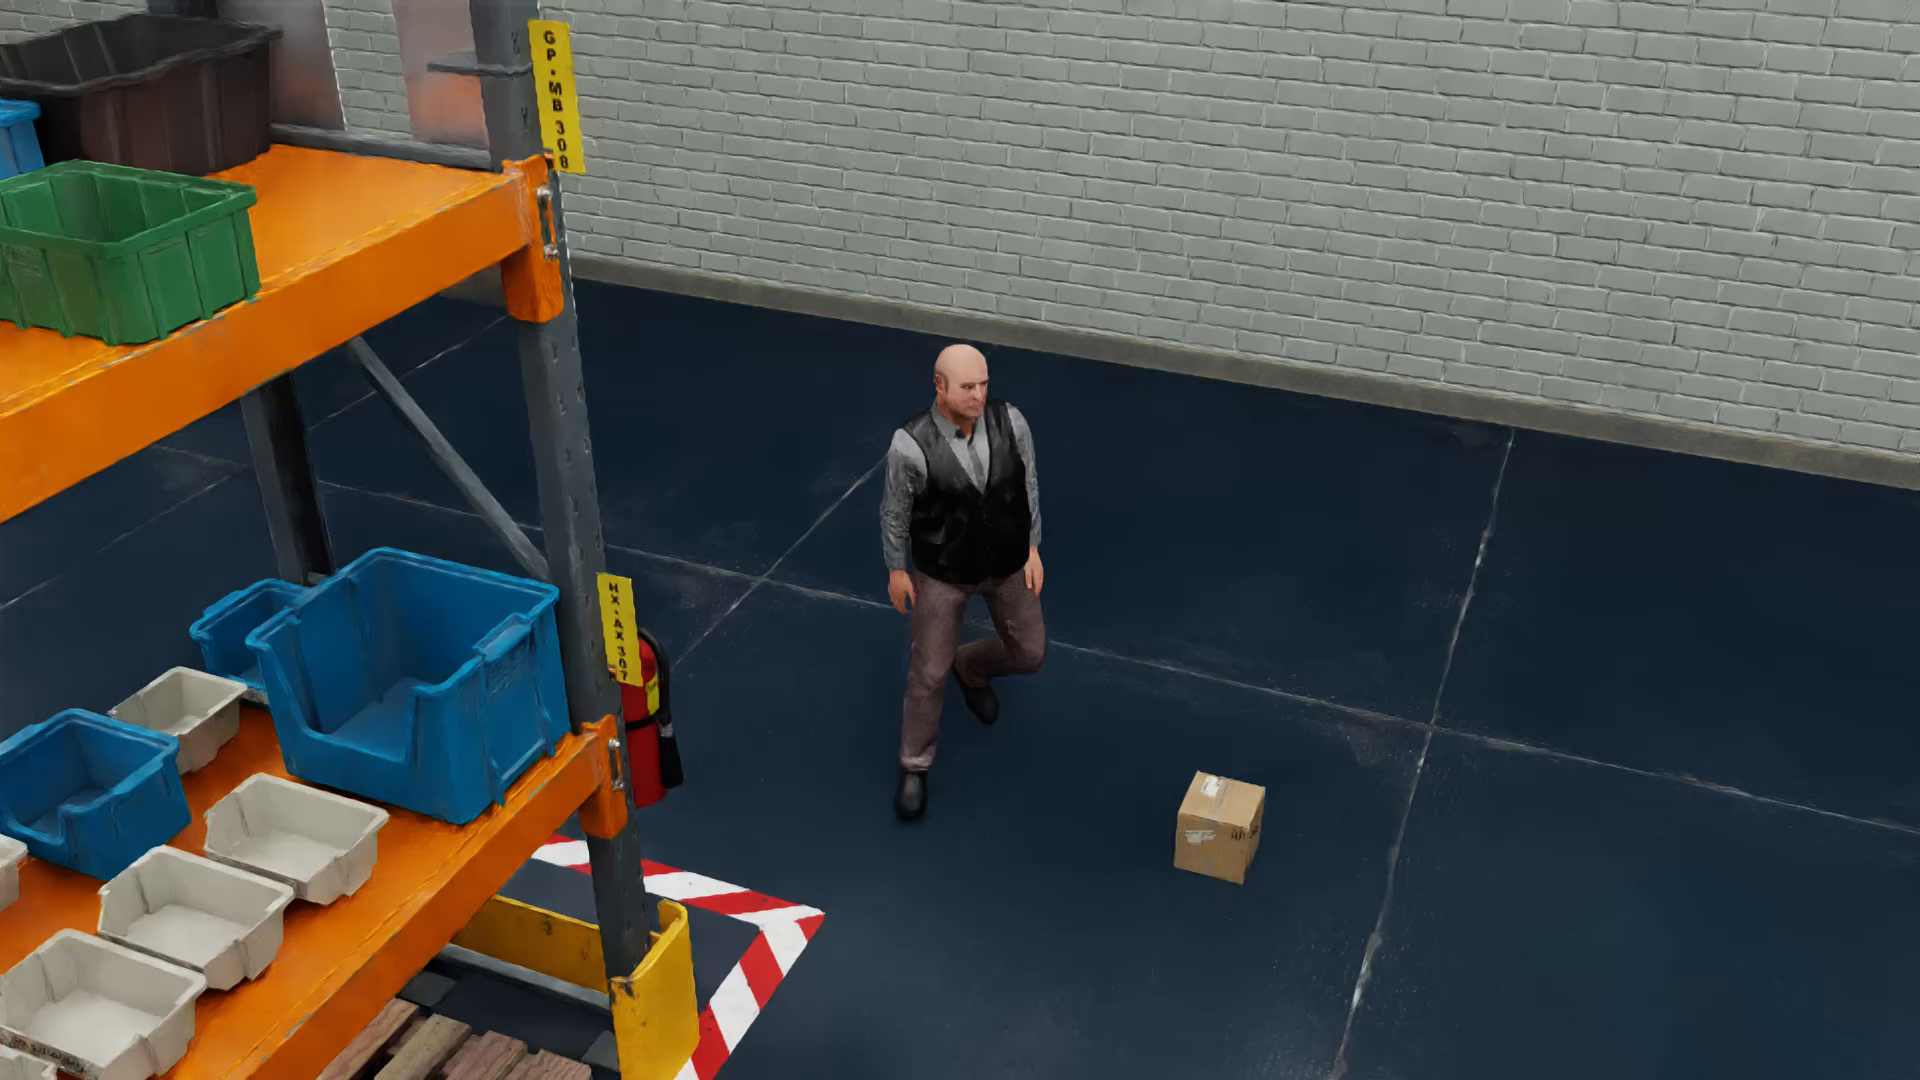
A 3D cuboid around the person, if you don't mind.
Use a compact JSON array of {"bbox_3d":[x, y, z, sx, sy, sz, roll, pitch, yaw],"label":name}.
[{"bbox_3d":[-0.026,0.090,5.960,0.644,1.715,0.589,-12,31,-20],"label":"person"}]
